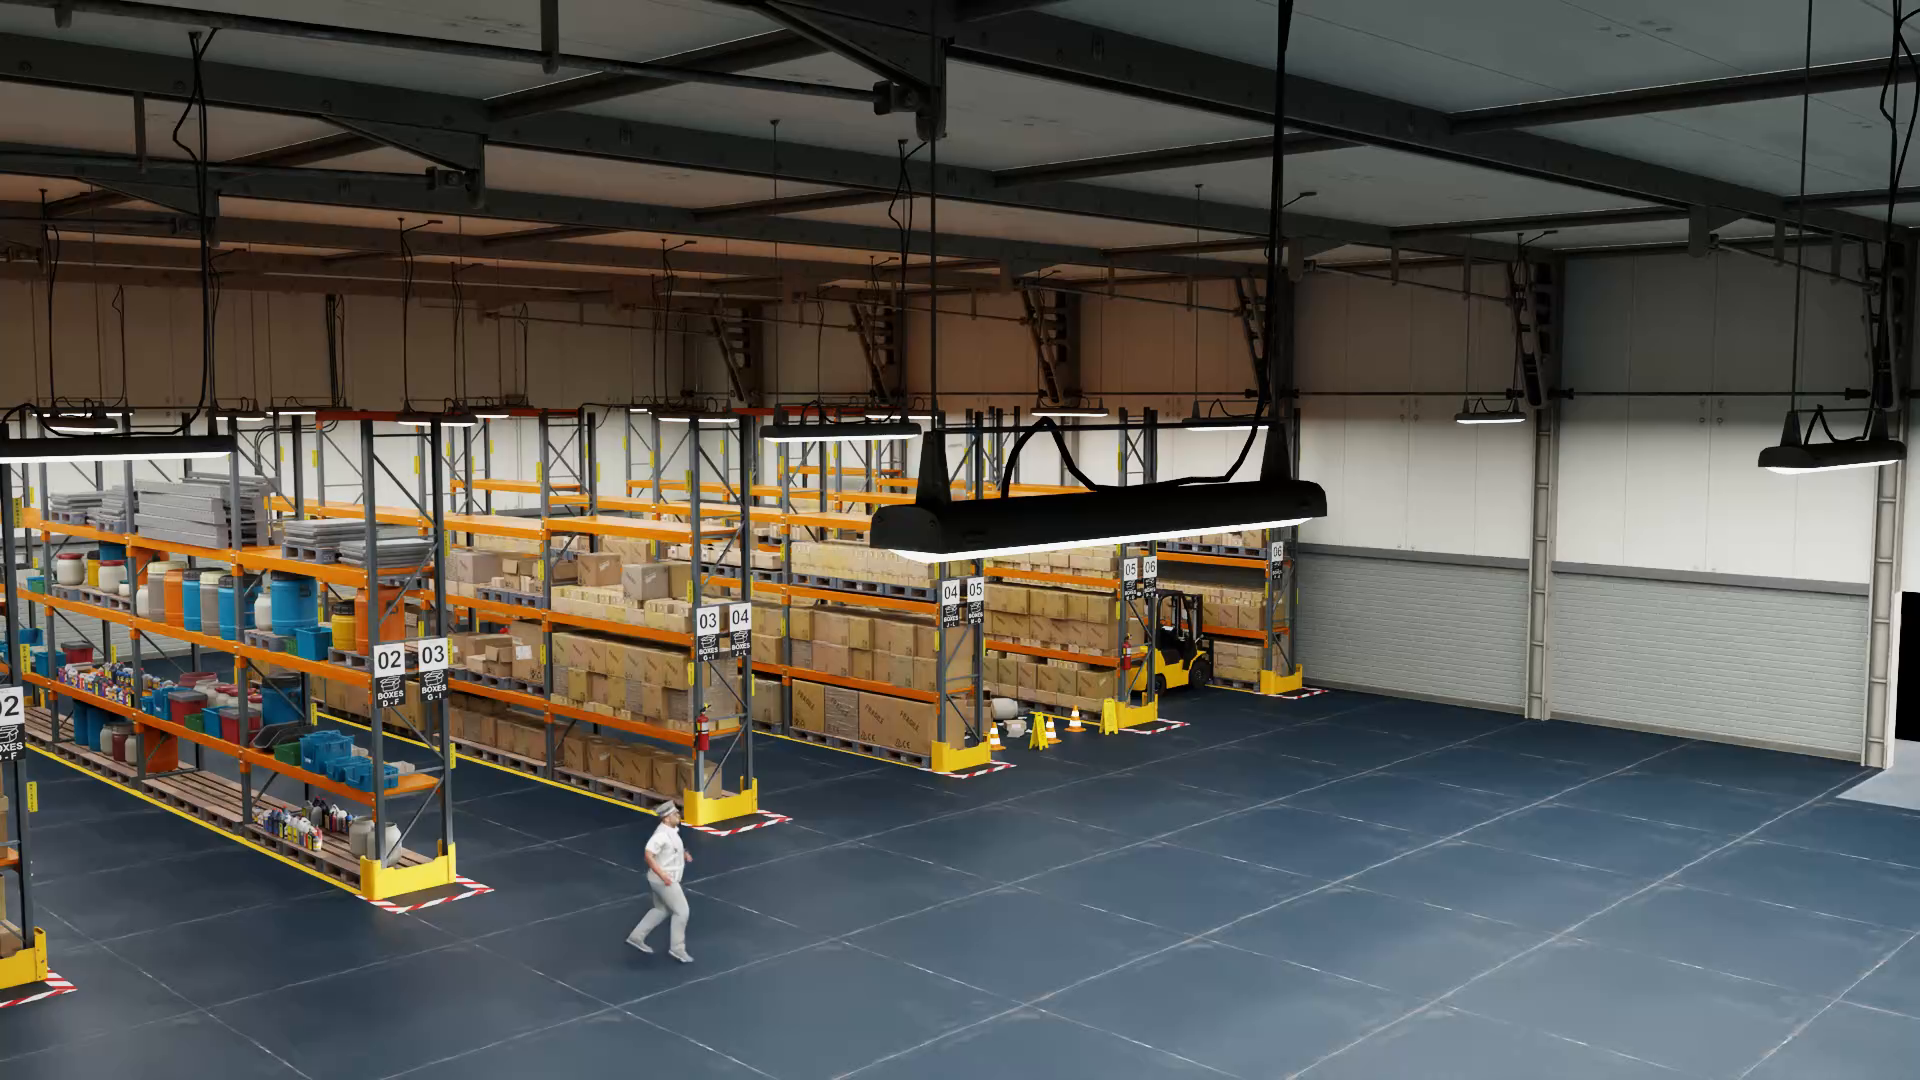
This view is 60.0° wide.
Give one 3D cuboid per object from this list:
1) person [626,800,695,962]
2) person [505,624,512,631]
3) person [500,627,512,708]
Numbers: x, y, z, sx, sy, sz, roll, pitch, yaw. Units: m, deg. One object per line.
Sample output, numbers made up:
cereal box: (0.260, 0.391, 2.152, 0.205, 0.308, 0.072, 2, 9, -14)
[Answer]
person: (-3.355, 3.816, 18.576, 0.761, 1.858, 0.688, -1, 5, -8)
person: (-11.231, 1.753, 41.399, 0.676, 1.804, 0.929, 3, 6, 32)
person: (-8.857, 2.578, 32.581, 0.613, 1.738, 0.651, 4, 6, 38)
